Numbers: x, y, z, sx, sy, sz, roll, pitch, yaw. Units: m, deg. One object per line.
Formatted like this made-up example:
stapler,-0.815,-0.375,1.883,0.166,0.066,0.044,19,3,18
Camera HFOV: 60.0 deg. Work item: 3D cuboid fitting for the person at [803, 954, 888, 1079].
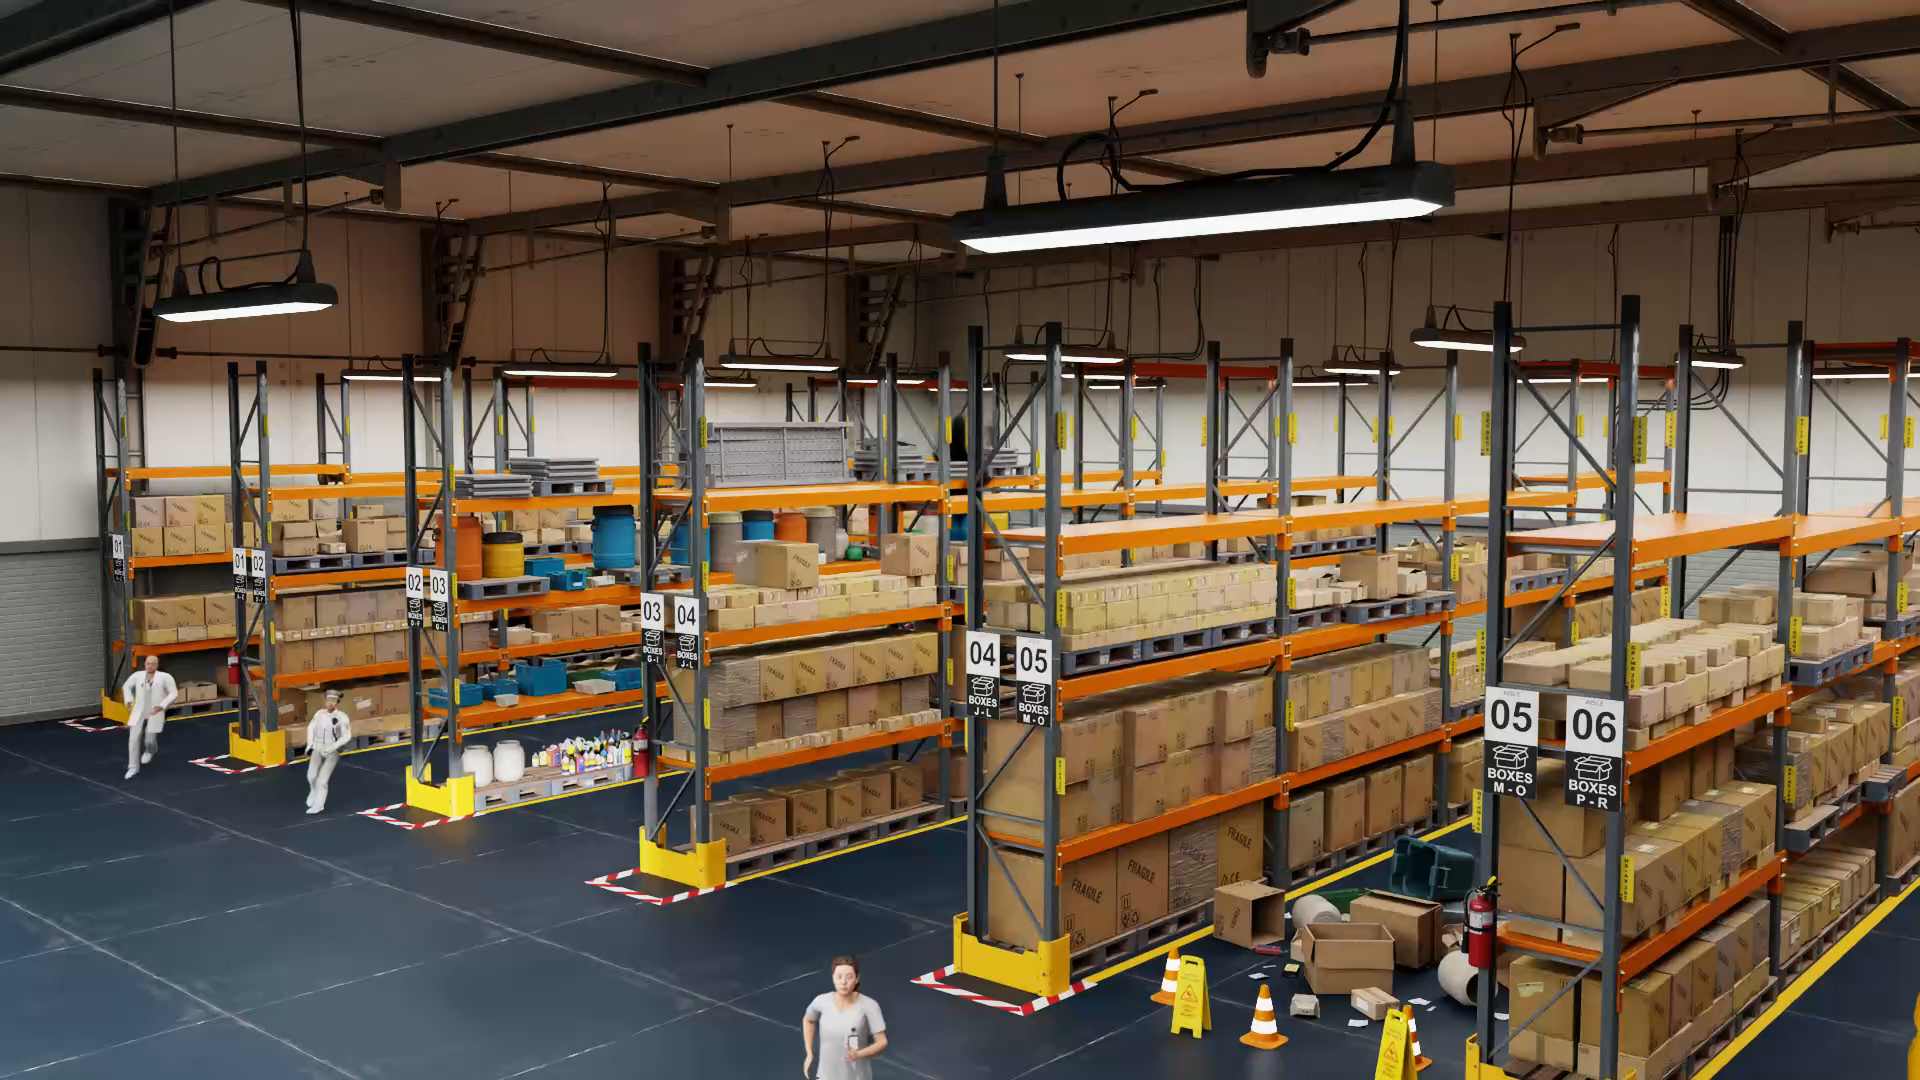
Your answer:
person,-0.748,3.508,10.765,0.567,1.664,0.946,0,4,0

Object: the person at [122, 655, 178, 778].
person,-11.824,2.541,24.284,0.764,1.733,0.903,-1,4,-12

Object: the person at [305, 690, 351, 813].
person,-8.247,2.757,21.640,0.626,1.621,0.548,0,4,-2
